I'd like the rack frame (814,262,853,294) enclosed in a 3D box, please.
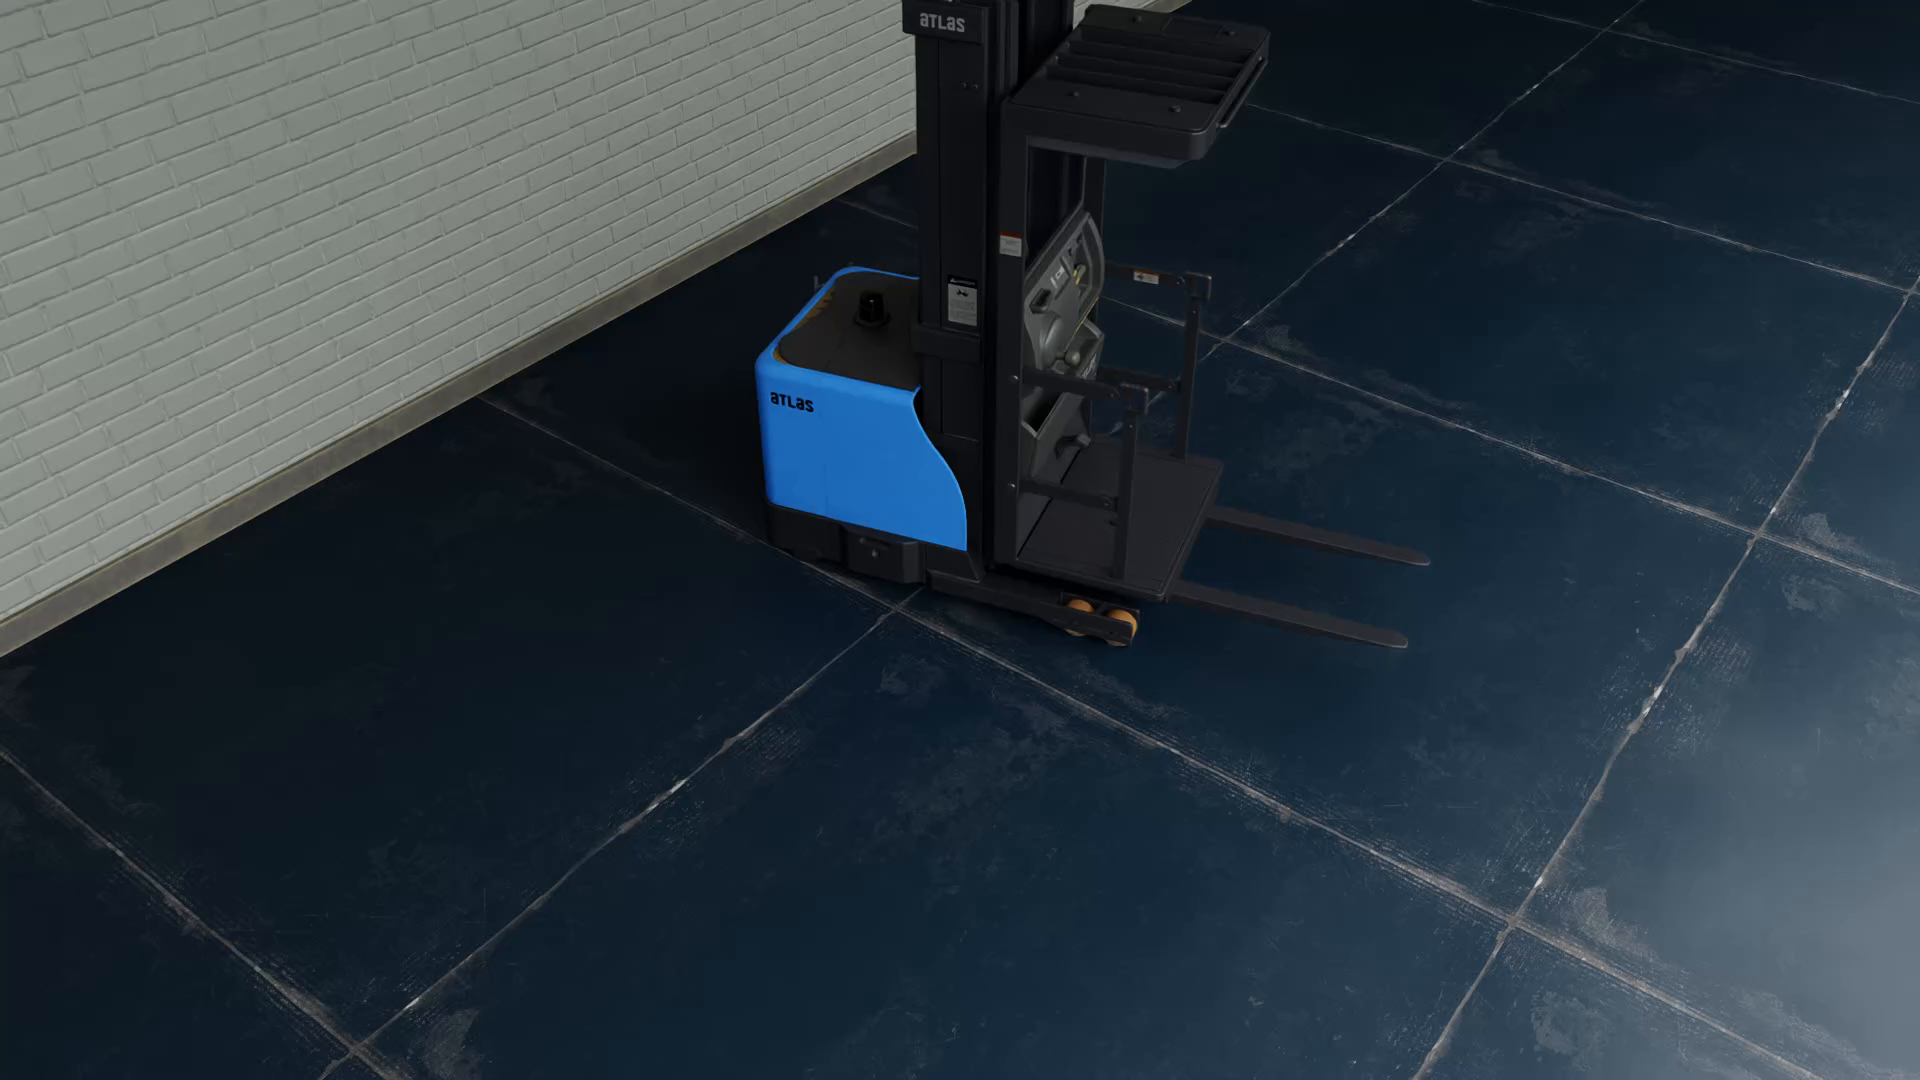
[{"bbox_3d":[-0.640,-1.013,8.674,0.240,0.900,0.006,-27,46,-30],"label":"rack frame"}]

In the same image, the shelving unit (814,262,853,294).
[{"bbox_3d":[-0.574,-0.964,8.613,0.258,0.900,0.210,-27,46,-30],"label":"shelving unit"}]

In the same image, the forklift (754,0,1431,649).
[{"bbox_3d":[0.634,-1.048,7.072,3.031,2.935,1.130,14,40,17],"label":"forklift"}]
